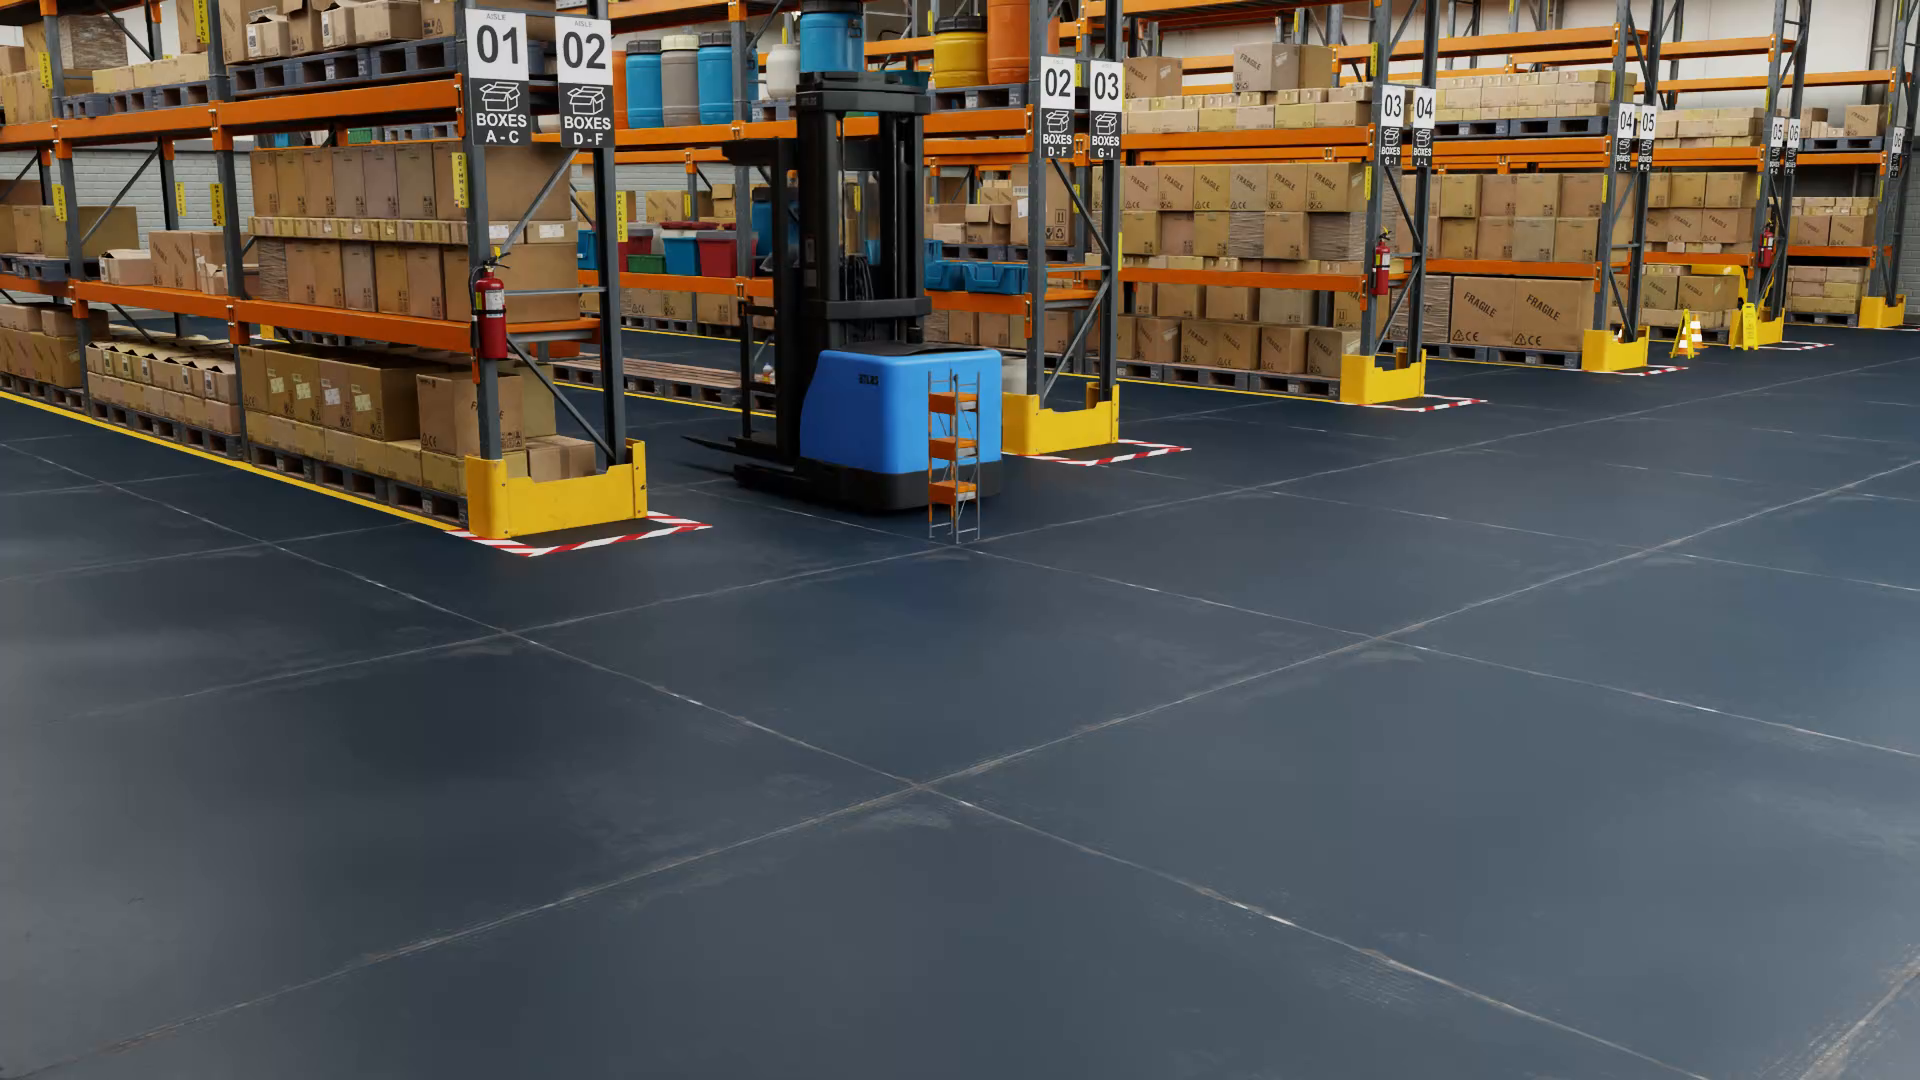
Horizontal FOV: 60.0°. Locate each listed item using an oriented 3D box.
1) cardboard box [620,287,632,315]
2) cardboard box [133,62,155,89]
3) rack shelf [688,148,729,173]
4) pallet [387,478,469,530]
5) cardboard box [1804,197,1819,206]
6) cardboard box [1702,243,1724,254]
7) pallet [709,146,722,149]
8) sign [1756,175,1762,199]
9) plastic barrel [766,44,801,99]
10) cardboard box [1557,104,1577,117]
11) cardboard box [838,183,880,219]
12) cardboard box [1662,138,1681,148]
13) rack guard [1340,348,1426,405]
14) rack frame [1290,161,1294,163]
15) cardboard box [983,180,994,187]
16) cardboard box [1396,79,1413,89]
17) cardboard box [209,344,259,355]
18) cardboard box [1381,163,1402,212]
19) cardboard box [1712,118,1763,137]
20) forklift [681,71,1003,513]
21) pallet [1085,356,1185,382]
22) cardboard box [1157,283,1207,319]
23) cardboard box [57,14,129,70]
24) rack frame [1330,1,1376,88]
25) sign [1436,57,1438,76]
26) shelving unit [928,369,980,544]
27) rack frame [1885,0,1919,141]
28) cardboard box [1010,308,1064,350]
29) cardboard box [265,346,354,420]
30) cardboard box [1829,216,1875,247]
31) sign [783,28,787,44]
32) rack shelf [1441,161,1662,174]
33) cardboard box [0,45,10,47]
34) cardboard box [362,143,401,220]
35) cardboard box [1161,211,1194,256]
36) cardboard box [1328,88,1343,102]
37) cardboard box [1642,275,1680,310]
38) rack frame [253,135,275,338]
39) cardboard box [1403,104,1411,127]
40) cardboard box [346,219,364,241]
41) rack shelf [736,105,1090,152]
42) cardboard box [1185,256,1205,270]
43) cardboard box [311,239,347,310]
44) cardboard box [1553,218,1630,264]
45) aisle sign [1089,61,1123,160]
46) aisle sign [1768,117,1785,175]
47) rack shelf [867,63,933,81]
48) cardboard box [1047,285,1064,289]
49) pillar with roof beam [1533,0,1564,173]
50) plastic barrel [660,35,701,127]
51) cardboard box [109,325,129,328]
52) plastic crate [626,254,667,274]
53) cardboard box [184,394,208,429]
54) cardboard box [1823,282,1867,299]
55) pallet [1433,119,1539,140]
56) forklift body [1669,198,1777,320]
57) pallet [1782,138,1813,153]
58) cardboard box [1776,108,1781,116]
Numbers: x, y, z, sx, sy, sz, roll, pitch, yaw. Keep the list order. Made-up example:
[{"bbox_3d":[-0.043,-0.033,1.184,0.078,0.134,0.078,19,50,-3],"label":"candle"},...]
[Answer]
[{"bbox_3d":[-5.384,-4.242,27.765,0.875,0.875,0.875,-11,16,-43],"label":"cardboard box"},{"bbox_3d":[-7.039,-4.128,14.887,0.500,0.250,0.500,-11,16,-44],"label":"cardboard box"},{"bbox_3d":[-2.369,-5.533,24.157,1.077,0.370,4.000,-11,16,-43],"label":"rack shelf"},{"bbox_3d":[-3.189,-0.317,11.400,1.003,0.211,1.213,-11,16,-43],"label":"pallet"},{"bbox_3d":[14.380,-5.678,27.919,0.380,0.149,0.250,-11,16,-42],"label":"cardboard box"},{"bbox_3d":[11.036,-4.261,24.256,0.380,0.149,0.250,-11,16,-43],"label":"cardboard box"},{"bbox_3d":[-3.082,-5.957,24.904,1.217,0.209,0.805,11,16,43],"label":"pallet"},{"bbox_3d":[11.289,-4.985,23.496,0.100,0.325,0.005,-11,16,-43],"label":"sign"},{"bbox_3d":[-1.653,-4.490,15.992,0.421,0.512,0.421,0,12,0],"label":"plastic barrel"},{"bbox_3d":[7.546,-5.272,20.442,0.380,0.149,0.250,-11,16,-42],"label":"cardboard box"},{"bbox_3d":[-1.481,-4.774,23.388,0.797,0.503,0.637,-10,15,-41],"label":"cardboard box"},{"bbox_3d":[10.568,-5.848,24.526,0.380,0.149,0.250,-11,16,-43],"label":"cardboard box"},{"bbox_3d":[4.484,-1.744,17.609,1.175,0.500,0.348,-11,16,-43],"label":"rack guard"},{"bbox_3d":[6.179,-5.505,29.673,1.000,3.000,0.127,-11,16,-43],"label":"rack frame"},{"bbox_3d":[0.700,-7.439,34.725,0.380,0.149,0.250,-10,16,-41],"label":"cardboard box"},{"bbox_3d":[5.964,-5.997,21.983,0.380,0.149,0.250,-11,16,-43],"label":"cardboard box"},{"bbox_3d":[-6.561,-1.614,15.167,0.500,0.311,0.500,-10,16,-41],"label":"cardboard box"},{"bbox_3d":[4.354,-3.759,17.736,0.500,0.500,0.500,-11,16,-43],"label":"cardboard box"},{"bbox_3d":[11.156,-5.916,23.869,0.500,0.250,0.500,-11,16,-43],"label":"cardboard box"},{"bbox_3d":[-1.019,-1.858,12.140,1.130,2.935,3.031,-9,15,-38],"label":"forklift"},{"bbox_3d":[2.264,-2.082,19.966,1.003,0.211,1.213,-11,16,-43],"label":"pallet"},{"bbox_3d":[3.631,-3.676,25.329,1.050,0.750,0.750,-11,16,-42],"label":"cardboard box"},{"bbox_3d":[-8.452,-4.817,16.172,0.500,0.500,0.500,-11,16,-43],"label":"cardboard box"},{"bbox_3d":[5.431,-7.155,22.814,1.000,3.000,0.127,-11,16,-43],"label":"rack frame"},{"bbox_3d":[4.929,-4.930,17.279,0.100,0.325,0.005,-11,16,-43],"label":"sign"},{"bbox_3d":[-0.037,-0.522,10.317,0.215,1.050,0.252,-11,16,-43],"label":"shelving unit"},{"bbox_3d":[15.292,-7.968,26.761,1.000,3.000,0.127,-11,16,-43],"label":"rack frame"},{"bbox_3d":[1.050,-2.697,21.144,0.700,0.500,0.500,-11,16,-43],"label":"cardboard box"},{"bbox_3d":[-4.948,-1.204,12.709,0.500,0.500,0.500,-11,16,-43],"label":"cardboard box"},{"bbox_3d":[14.762,-5.114,27.527,0.500,0.500,0.500,-11,16,-44],"label":"cardboard box"},{"bbox_3d":[-3.248,-9.327,30.846,0.100,0.325,0.005,-11,16,-43],"label":"sign"},{"bbox_3d":[11.148,-7.022,31.386,1.077,0.370,4.000,-11,16,-43],"label":"rack shelf"},{"bbox_3d":[-11.281,-5.402,19.011,0.700,0.500,0.500,-11,16,-43],"label":"cardboard box"},{"bbox_3d":[-3.696,-2.488,11.567,0.700,0.500,0.500,-11,16,-42],"label":"cardboard box"},{"bbox_3d":[2.778,-3.524,19.072,0.875,0.500,0.500,-11,16,-43],"label":"cardboard box"},{"bbox_3d":[4.024,-4.599,17.225,0.250,0.149,0.380,11,16,43],"label":"cardboard box"},{"bbox_3d":[10.599,-3.720,24.924,0.500,0.500,0.500,-10,15,-40],"label":"cardboard box"},{"bbox_3d":[-10.095,-4.602,25.287,1.000,3.000,0.127,-11,16,-43],"label":"rack frame"},{"bbox_3d":[4.391,-4.459,17.532,0.500,0.250,0.500,-10,15,-41],"label":"cardboard box"},{"bbox_3d":[-4.105,-2.199,11.769,0.380,0.149,0.250,-11,16,-43],"label":"cardboard box"},{"bbox_3d":[-0.427,-3.675,15.140,1.077,0.370,4.000,-11,16,-43],"label":"rack shelf"},{"bbox_3d":[2.751,-3.127,18.753,0.380,0.149,0.250,-11,16,-43],"label":"cardboard box"},{"bbox_3d":[-4.369,-1.996,12.391,0.700,0.500,0.500,-11,16,-42],"label":"cardboard box"},{"bbox_3d":[7.905,-3.755,20.803,0.875,0.550,0.550,-11,16,-43],"label":"cardboard box"},{"bbox_3d":[1.216,-3.570,13.838,0.394,0.787,0.004,-11,16,-43],"label":"aisle sign"},{"bbox_3d":[11.537,-5.562,23.504,0.394,0.787,0.004,-11,16,-43],"label":"aisle sign"},{"bbox_3d":[-1.474,-8.261,29.971,1.077,0.370,4.000,-11,16,-43],"label":"rack shelf"},{"bbox_3d":[1.670,-3.918,27.123,0.500,0.500,0.500,-10,15,-40],"label":"cardboard box"},{"bbox_3d":[8.205,-8.471,29.202,9.100,9.000,0.400,-11,16,-43],"label":"pillar with roof beam"},{"bbox_3d":[-2.768,-4.704,17.110,0.600,0.901,0.600,0,12,0],"label":"plastic barrel"},{"bbox_3d":[-9.336,-2.067,18.088,0.500,0.500,0.500,11,16,43],"label":"cardboard box"},{"bbox_3d":[-3.215,-2.961,17.851,0.450,0.188,0.662,-11,16,-43],"label":"plastic crate"},{"bbox_3d":[-6.237,-1.114,14.131,0.500,0.250,0.500,-11,16,-43],"label":"cardboard box"},{"bbox_3d":[14.729,-4.161,27.684,0.500,0.250,0.500,-11,16,-43],"label":"cardboard box"},{"bbox_3d":[6.827,-5.344,21.675,1.003,0.211,1.213,-11,16,-43],"label":"pallet"},{"bbox_3d":[12.663,-4.637,27.561,2.313,2.155,1.214,-11,16,-43],"label":"forklift body"},{"bbox_3d":[13.975,-6.741,28.455,1.003,0.211,1.213,-11,16,-43],"label":"pallet"},{"bbox_3d":[13.798,-7.089,28.383,0.797,0.503,0.637,-10,15,-41],"label":"cardboard box"}]
